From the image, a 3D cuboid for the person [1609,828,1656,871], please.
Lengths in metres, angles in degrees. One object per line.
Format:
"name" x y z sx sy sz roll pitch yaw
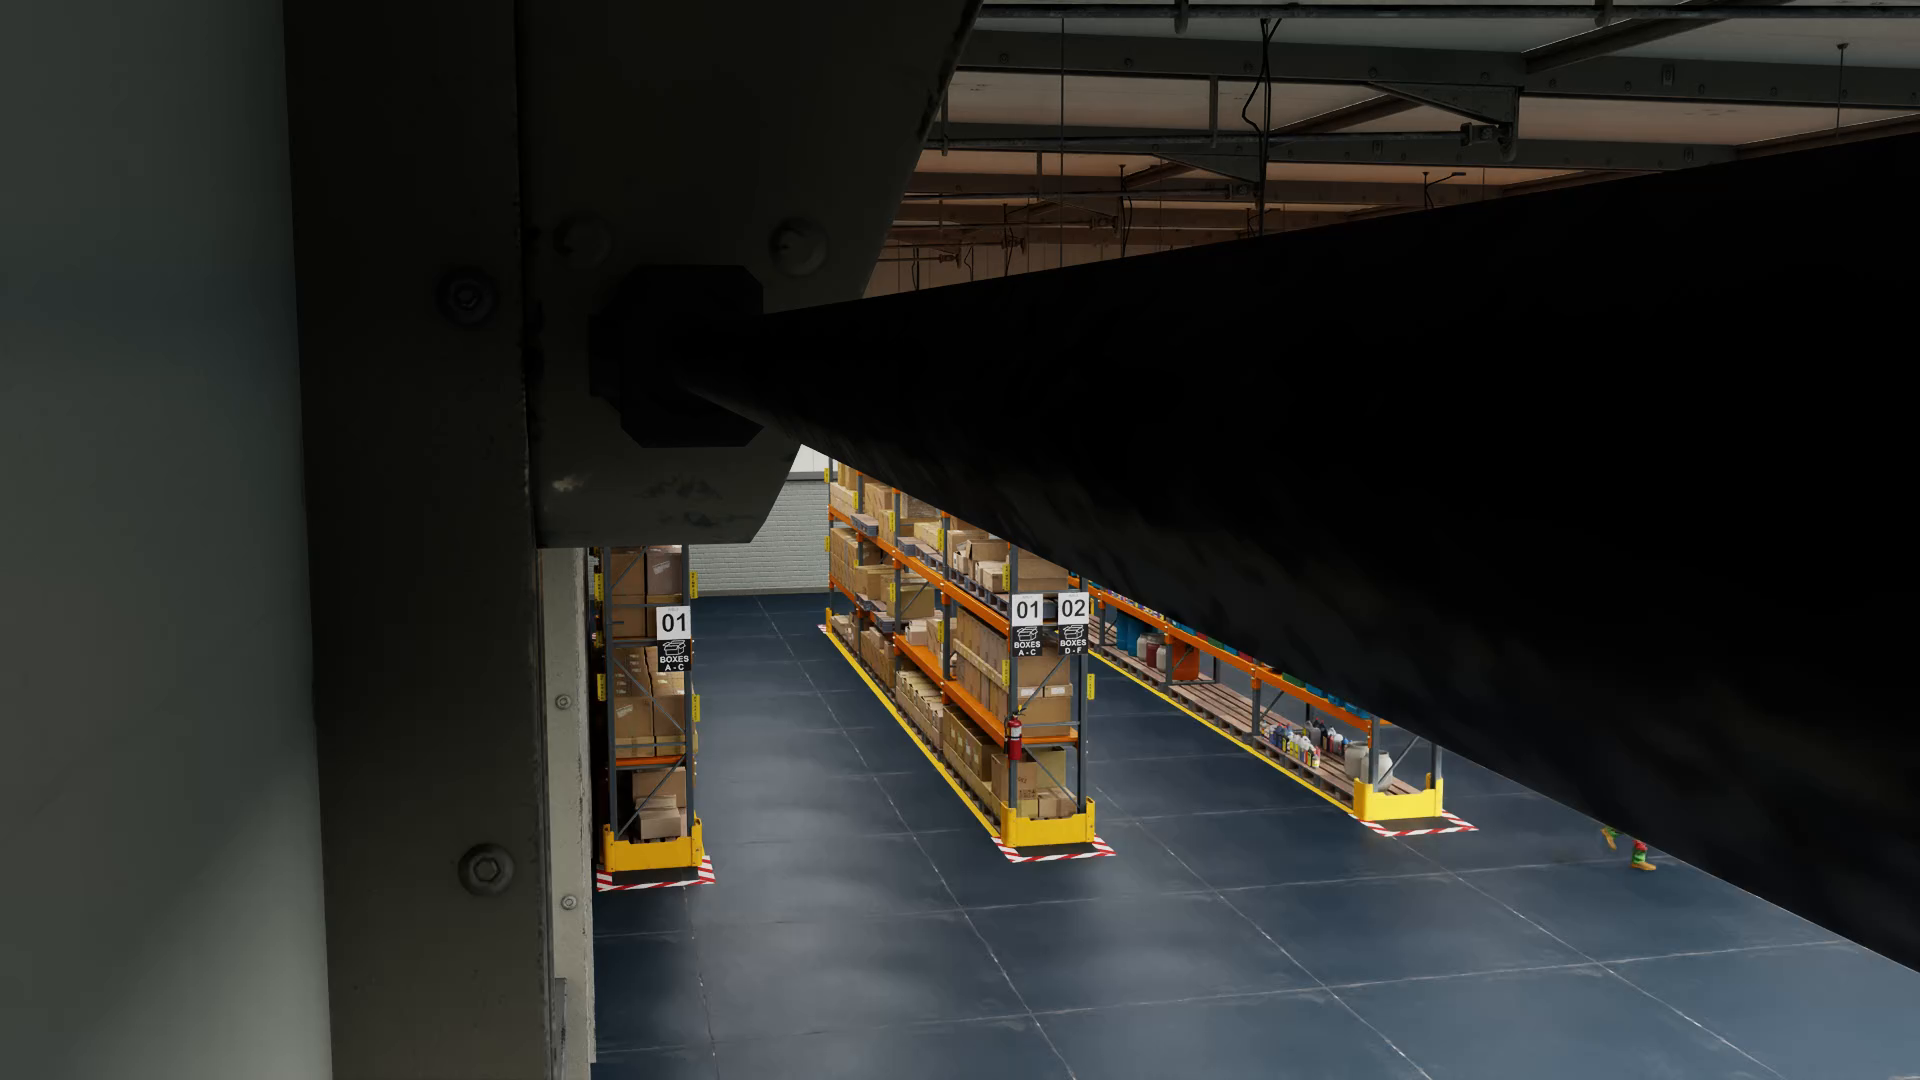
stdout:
"person" 8.198 3.096 20.052 0.666 1.749 0.678 3 7 25
